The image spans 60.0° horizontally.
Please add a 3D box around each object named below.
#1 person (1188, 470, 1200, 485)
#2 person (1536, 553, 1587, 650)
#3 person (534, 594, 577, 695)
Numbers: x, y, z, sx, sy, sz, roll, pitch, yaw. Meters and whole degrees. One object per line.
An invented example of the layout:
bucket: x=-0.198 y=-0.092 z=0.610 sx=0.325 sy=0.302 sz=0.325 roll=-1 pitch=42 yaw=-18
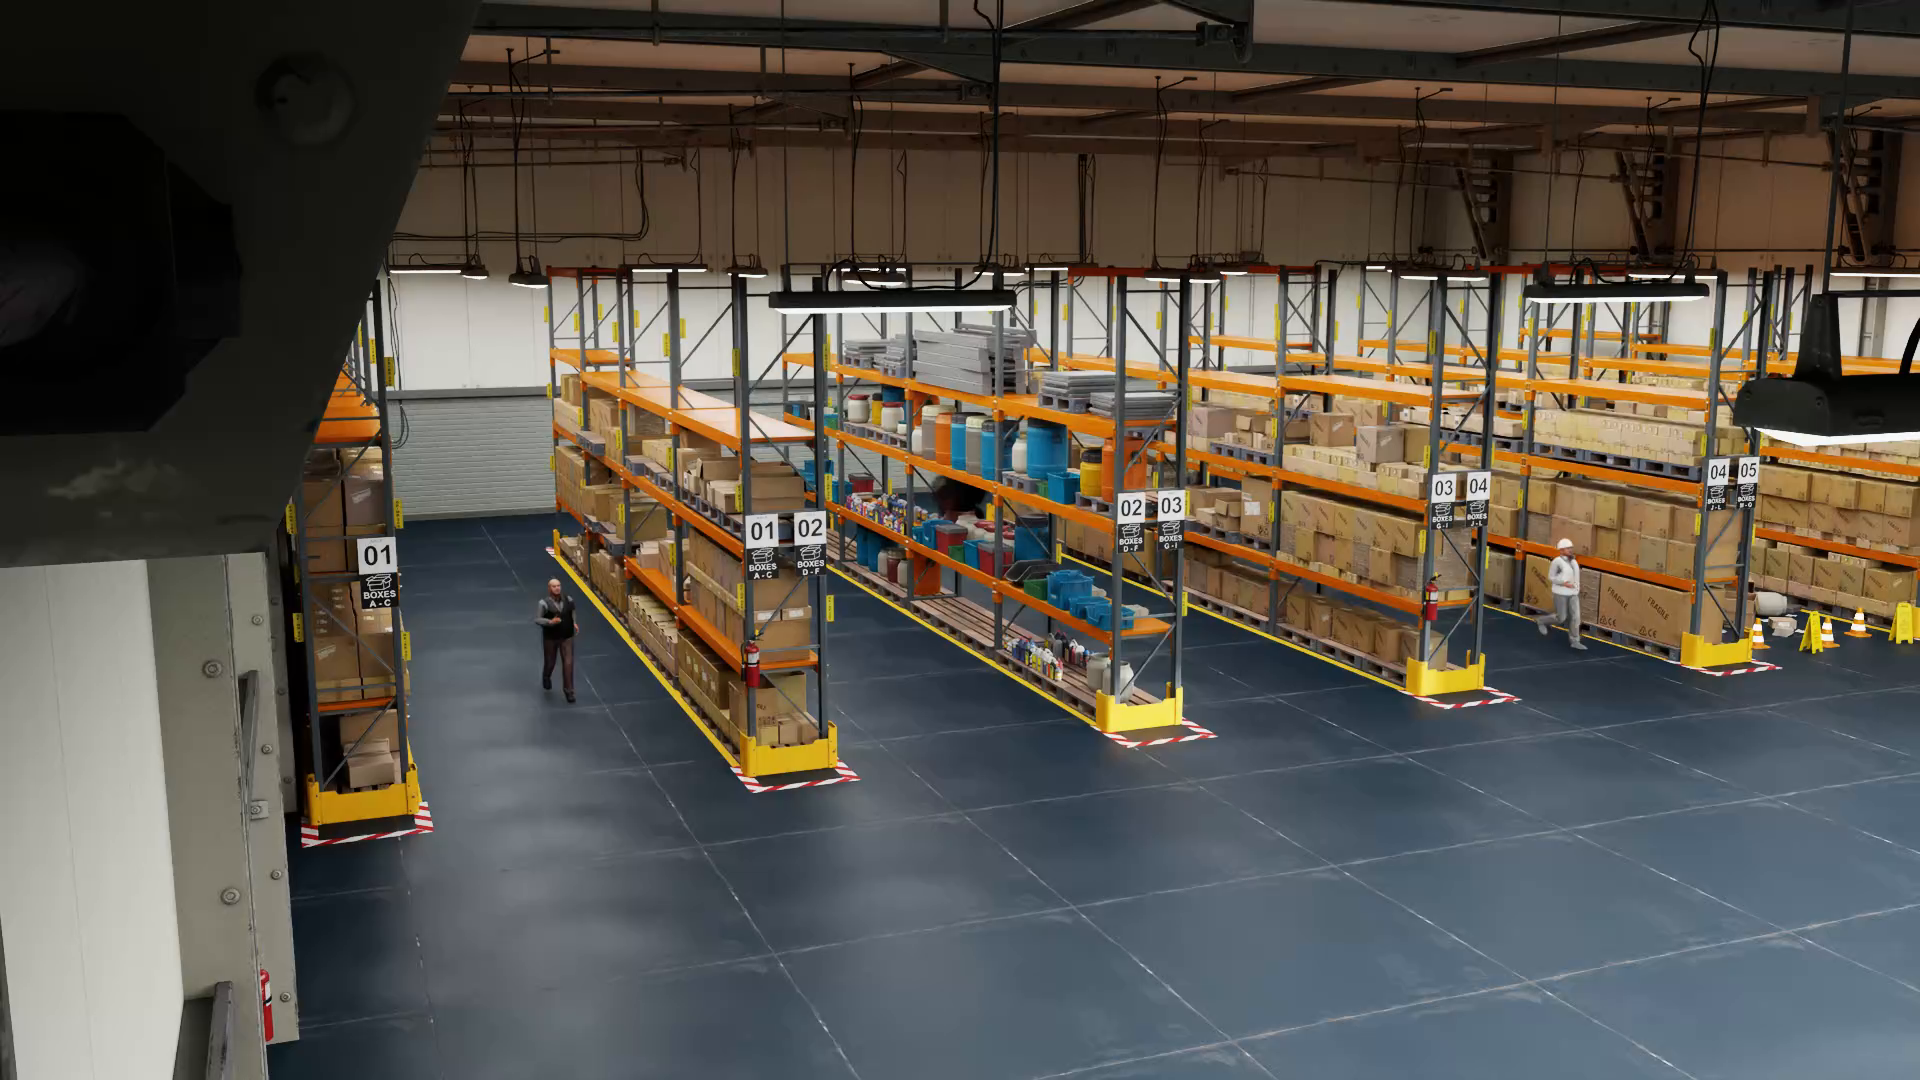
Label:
person: x=6.005 y=-1.526 z=41.794 sx=0.515 sy=1.268 sz=0.702 roll=1 pitch=10 yaw=6
person: x=9.737 y=0.963 z=26.753 sx=0.445 sy=1.507 sz=0.971 roll=-5 pitch=11 yaw=-25
person: x=-5.731 y=1.458 z=23.657 sx=0.661 sy=1.442 sz=0.779 roll=-5 pitch=11 yaw=-28
